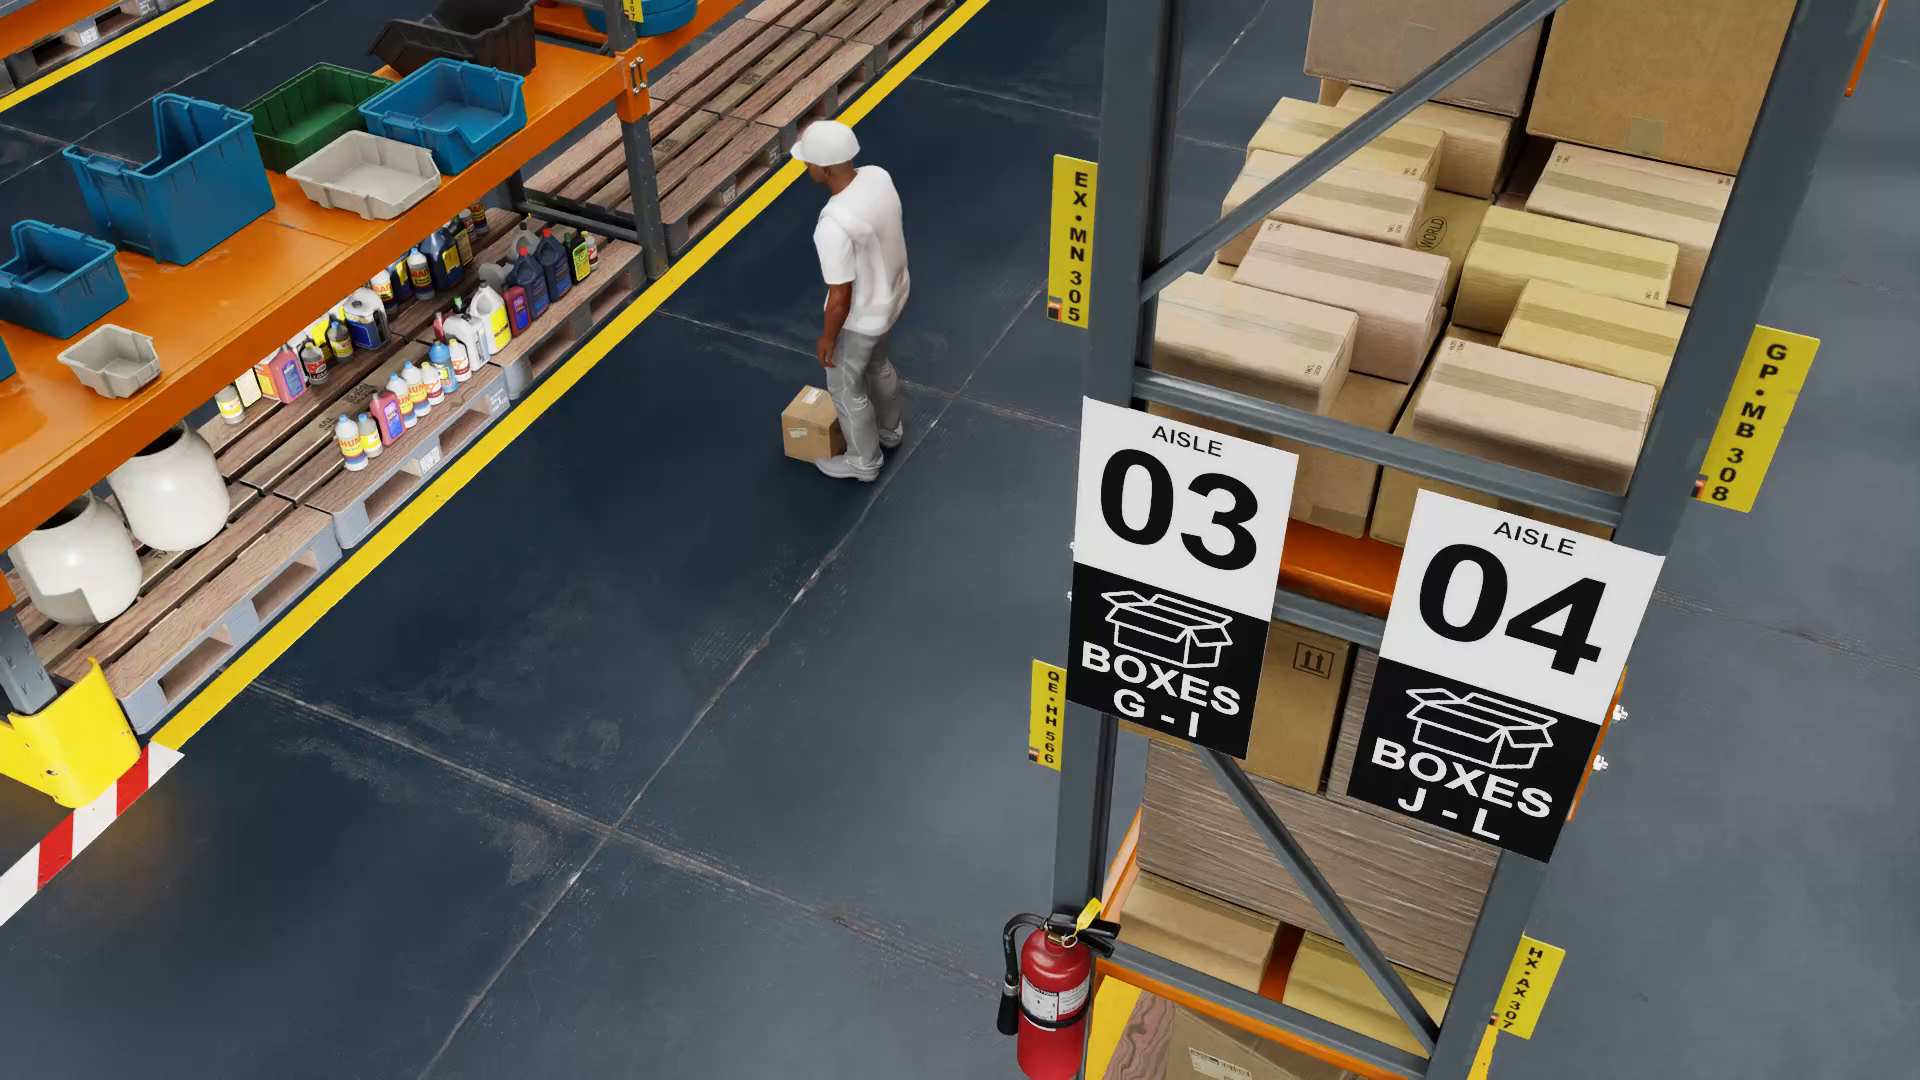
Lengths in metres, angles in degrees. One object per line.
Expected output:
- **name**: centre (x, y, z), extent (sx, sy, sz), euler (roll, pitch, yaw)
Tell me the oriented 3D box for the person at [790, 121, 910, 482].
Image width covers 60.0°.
- **person**: centre (-0.466, -1.036, 7.308), extent (0.462, 1.759, 0.633), euler (15, 44, 16)
